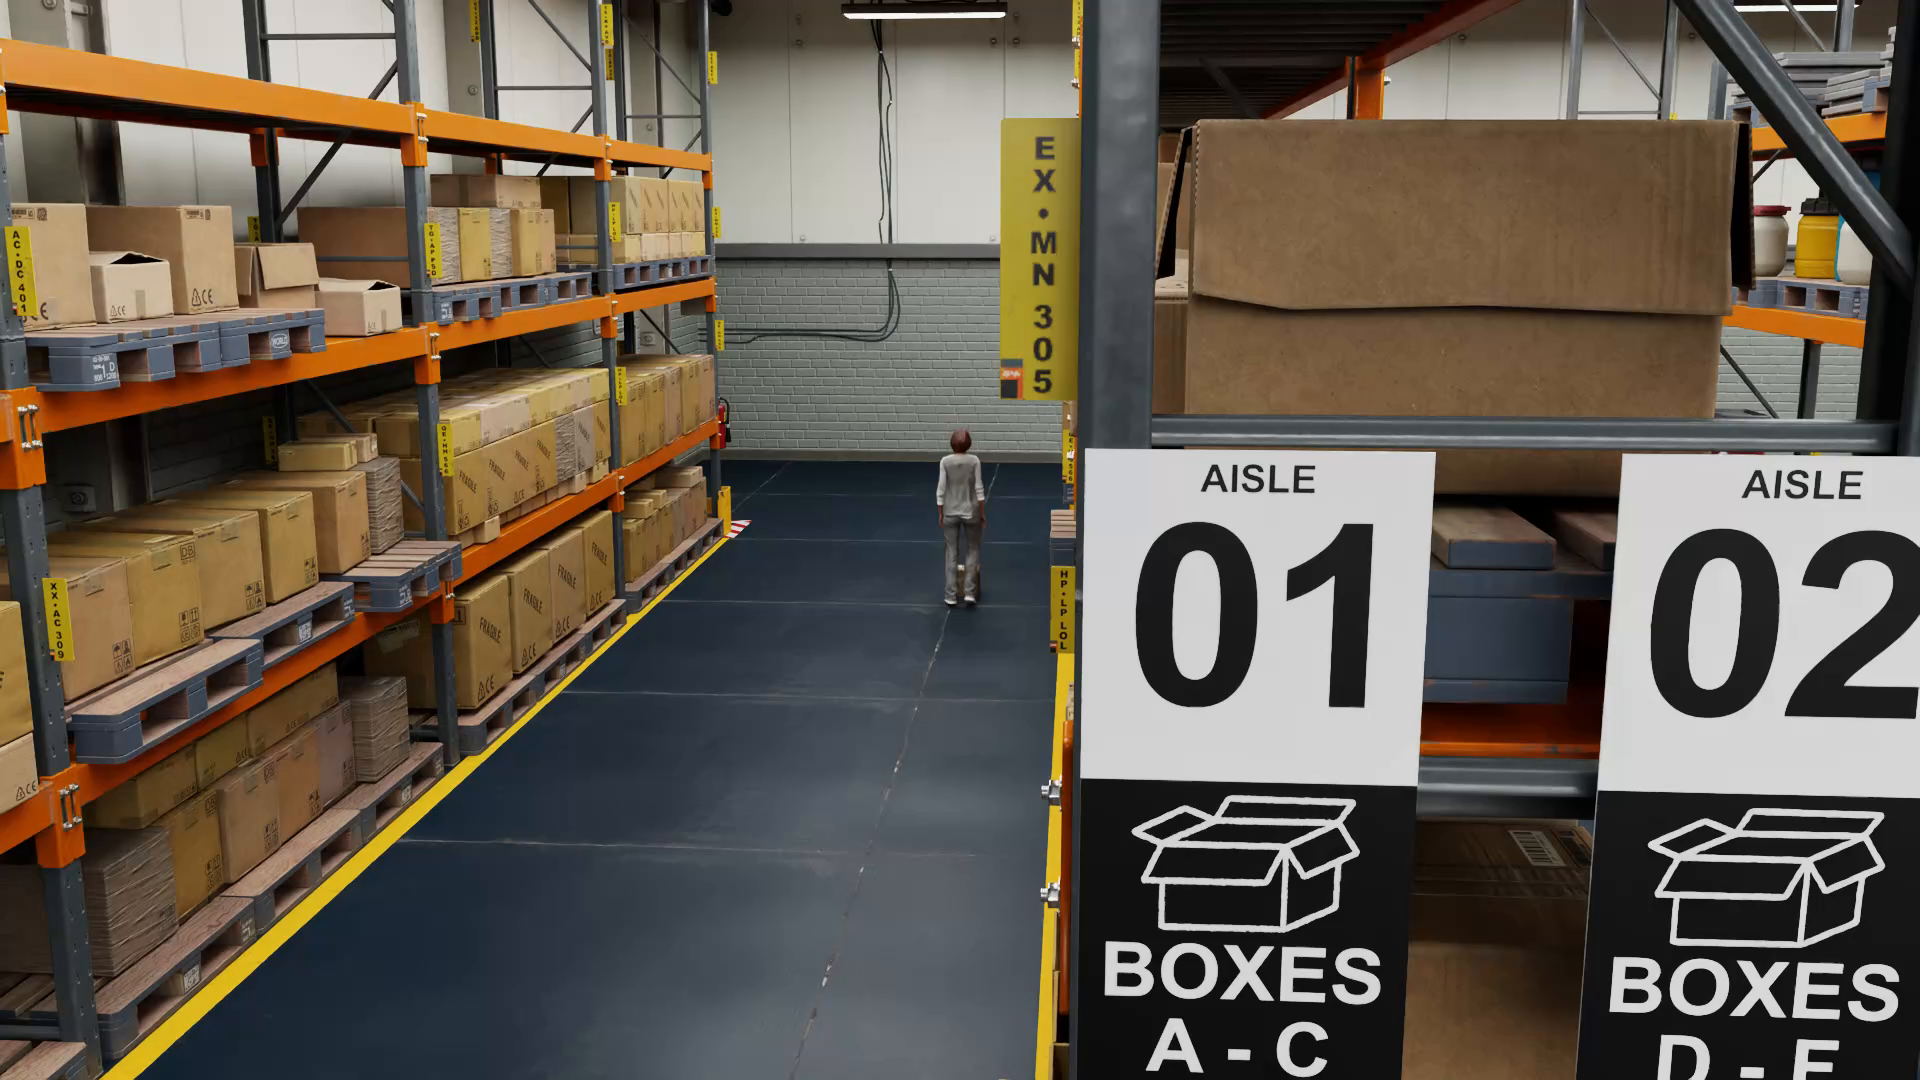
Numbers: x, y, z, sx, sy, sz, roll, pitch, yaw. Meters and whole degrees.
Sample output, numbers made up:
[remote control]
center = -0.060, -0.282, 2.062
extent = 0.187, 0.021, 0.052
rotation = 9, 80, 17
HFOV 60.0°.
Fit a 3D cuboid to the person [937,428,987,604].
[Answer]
[person]
center = 0.017, -0.197, 14.941
extent = 0.449, 1.631, 0.319
rotation = 1, 11, 3
